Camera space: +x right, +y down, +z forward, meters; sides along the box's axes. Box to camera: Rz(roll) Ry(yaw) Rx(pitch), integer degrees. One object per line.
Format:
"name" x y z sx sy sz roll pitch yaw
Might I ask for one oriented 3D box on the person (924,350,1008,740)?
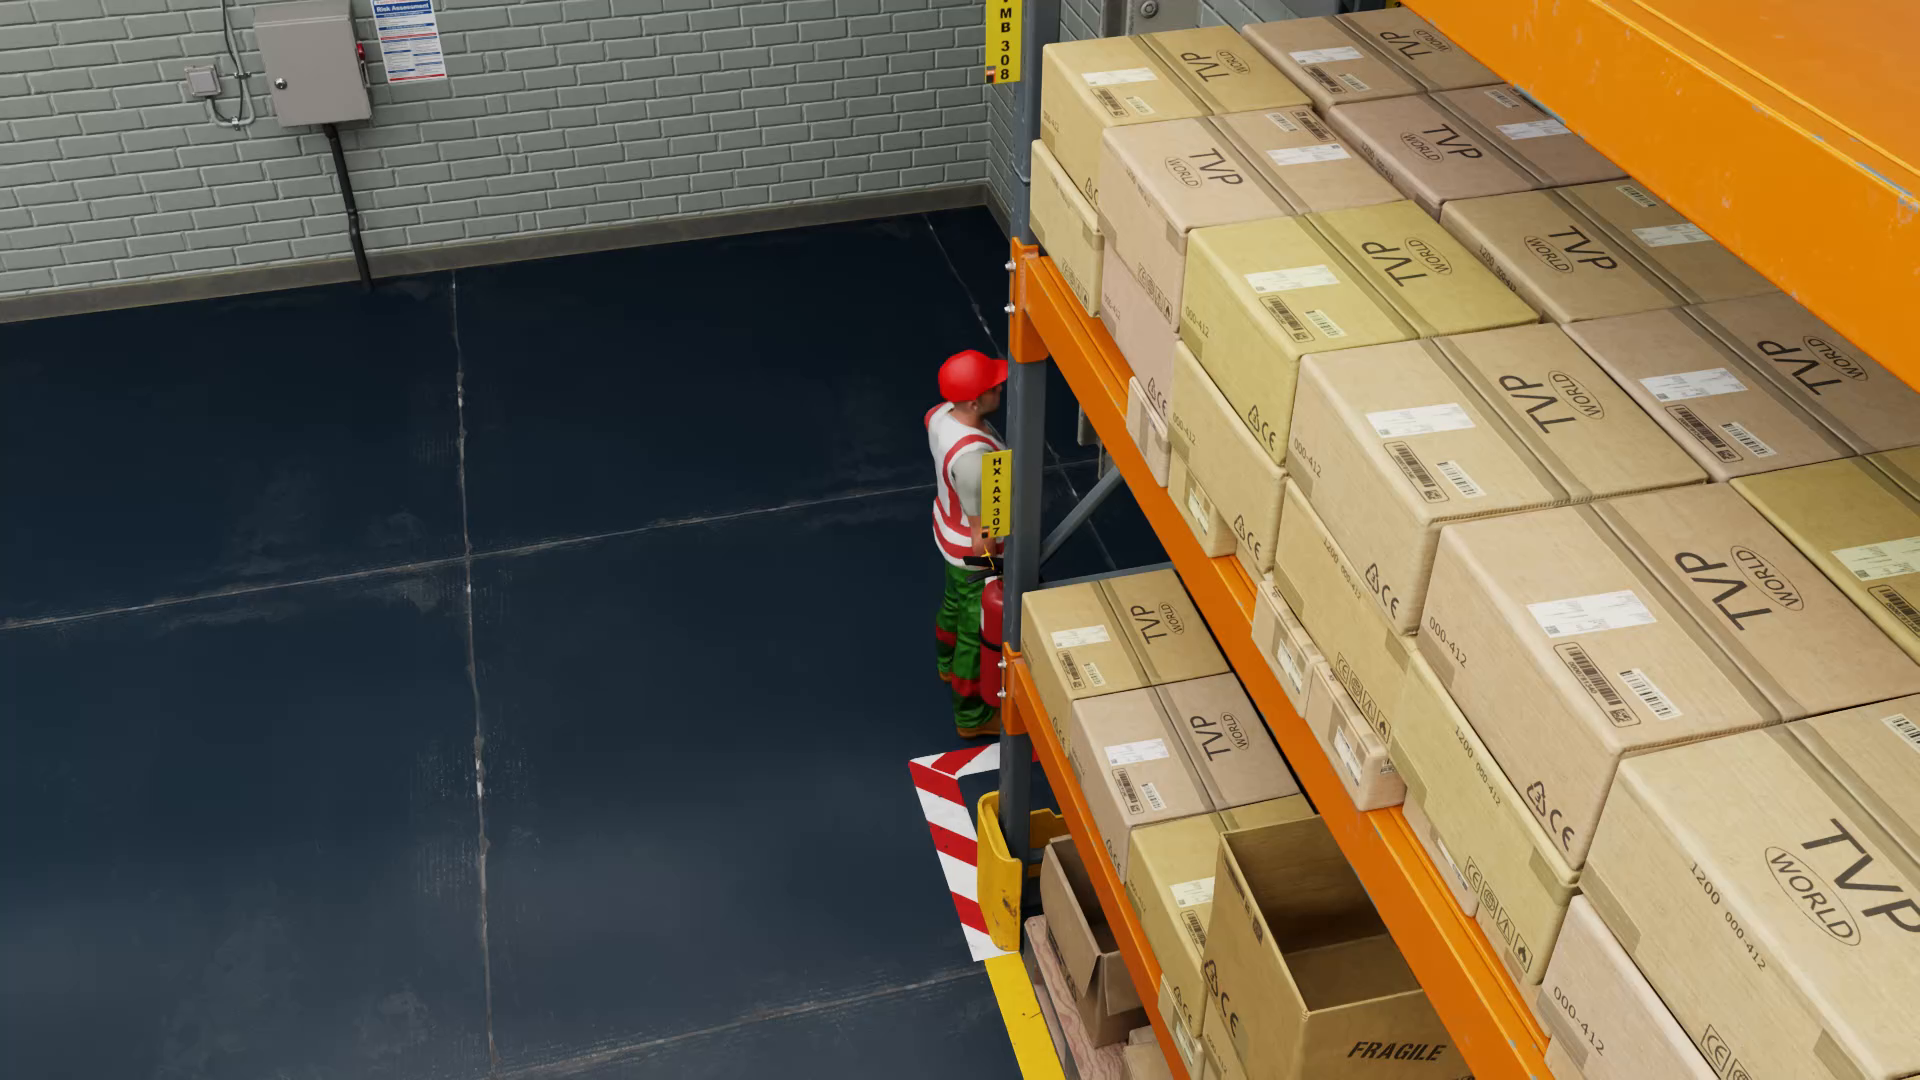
"person" 0.072 0.015 6.666 0.365 1.790 0.557 -8 38 -10
